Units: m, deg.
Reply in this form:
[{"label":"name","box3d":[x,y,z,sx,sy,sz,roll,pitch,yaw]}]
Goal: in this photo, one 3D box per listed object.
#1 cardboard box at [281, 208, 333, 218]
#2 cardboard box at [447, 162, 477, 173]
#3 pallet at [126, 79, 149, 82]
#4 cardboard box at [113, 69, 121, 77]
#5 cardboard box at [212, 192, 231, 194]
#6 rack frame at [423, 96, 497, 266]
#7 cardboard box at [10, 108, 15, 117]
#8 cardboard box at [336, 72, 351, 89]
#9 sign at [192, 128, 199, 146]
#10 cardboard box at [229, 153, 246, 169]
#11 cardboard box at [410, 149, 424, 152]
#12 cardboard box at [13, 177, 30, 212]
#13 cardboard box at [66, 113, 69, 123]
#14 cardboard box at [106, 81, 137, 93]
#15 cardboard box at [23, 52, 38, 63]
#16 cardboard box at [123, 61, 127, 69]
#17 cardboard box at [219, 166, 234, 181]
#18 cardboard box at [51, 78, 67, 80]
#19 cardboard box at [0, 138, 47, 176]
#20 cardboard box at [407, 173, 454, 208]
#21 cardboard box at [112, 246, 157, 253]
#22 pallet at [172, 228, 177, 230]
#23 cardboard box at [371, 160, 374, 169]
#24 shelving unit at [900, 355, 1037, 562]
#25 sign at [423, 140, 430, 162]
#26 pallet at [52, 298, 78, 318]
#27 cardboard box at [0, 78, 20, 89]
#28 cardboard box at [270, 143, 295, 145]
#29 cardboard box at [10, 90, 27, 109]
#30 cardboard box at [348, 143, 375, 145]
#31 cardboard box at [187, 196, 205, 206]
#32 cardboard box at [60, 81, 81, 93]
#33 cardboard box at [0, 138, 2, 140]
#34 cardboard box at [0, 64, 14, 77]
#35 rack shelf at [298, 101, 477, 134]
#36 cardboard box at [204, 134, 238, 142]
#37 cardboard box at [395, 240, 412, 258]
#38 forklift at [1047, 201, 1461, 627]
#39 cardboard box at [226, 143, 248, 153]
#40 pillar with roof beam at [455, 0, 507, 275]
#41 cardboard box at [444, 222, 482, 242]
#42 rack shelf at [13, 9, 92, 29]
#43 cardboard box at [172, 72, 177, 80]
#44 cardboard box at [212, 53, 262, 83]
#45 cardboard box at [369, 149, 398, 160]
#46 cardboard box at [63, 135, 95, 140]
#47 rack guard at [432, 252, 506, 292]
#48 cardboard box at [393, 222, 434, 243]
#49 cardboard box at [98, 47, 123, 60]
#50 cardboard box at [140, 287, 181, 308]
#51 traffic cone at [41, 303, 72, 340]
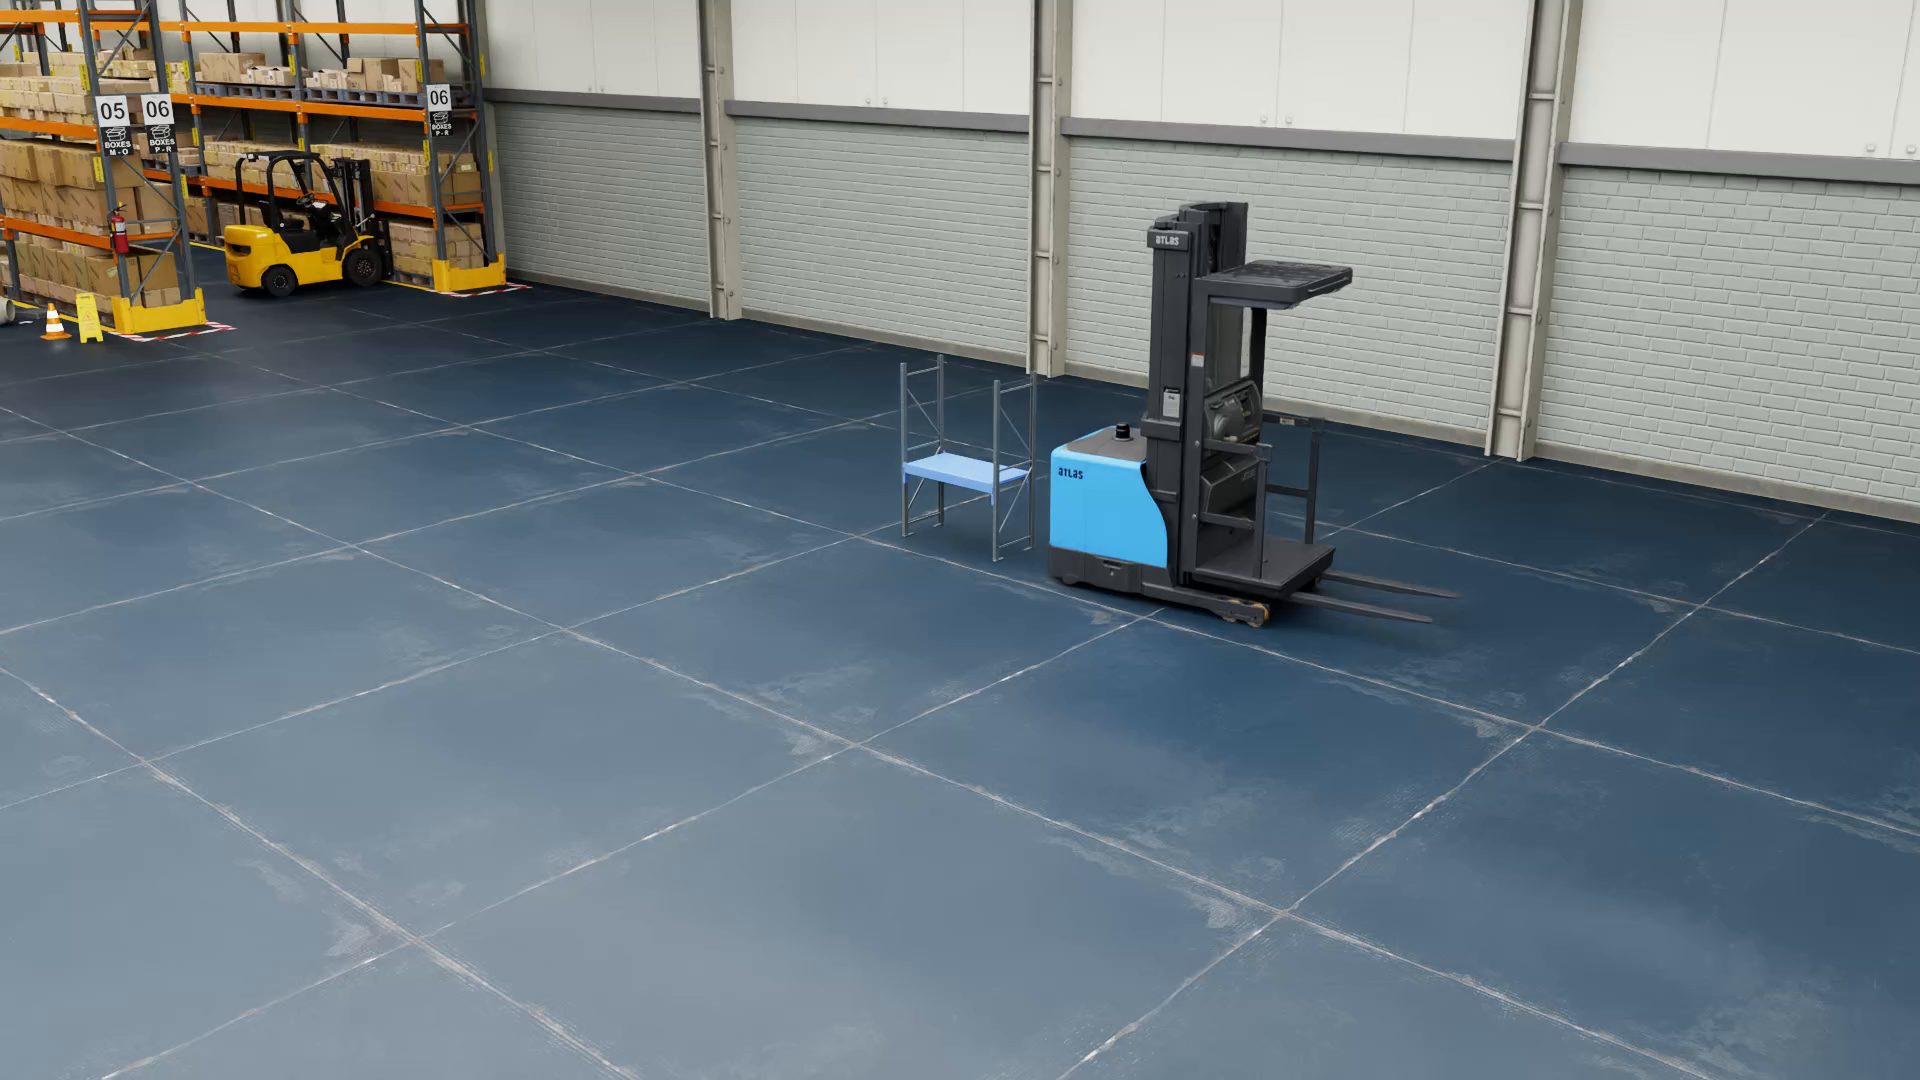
[{"label":"cardboard box","box3d":[-11.952,-5.688,30.308,0.625,0.625,0.875,15,23,39]},{"label":"cardboard box","box3d":[-8.069,-6.041,26.949,0.250,0.149,0.380,14,23,38]},{"label":"pallet","box3d":[-15.744,-8.952,32.713,1.003,0.211,1.213,15,23,39]},{"label":"cardboard box","box3d":[-16.446,-9.216,32.788,0.250,0.149,0.380,15,23,40]},{"label":"cardboard box","box3d":[-14.716,-6.823,33.018,0.250,0.149,0.380,14,22,37]},{"label":"rack frame","box3d":[-7.987,-5.557,26.663,0.127,3.000,1.000,15,23,39]},{"label":"cardboard box","box3d":[-13.783,-6.338,24.581,0.250,0.149,0.380,15,23,39]},{"label":"cardboard box","box3d":[-10.071,-7.607,27.526,0.258,0.266,0.396,14,23,38]},{"label":"sign","box3d":[-14.324,-7.553,31.168,0.005,0.325,0.100,15,23,39]},{"label":"cardboard box","box3d":[-13.048,-6.976,30.555,0.500,0.250,0.500,14,23,38]},{"label":"cardboard box","box3d":[-8.866,-6.382,27.532,0.250,0.149,0.380,16,24,41]},{"label":"cardboard box","box3d":[-13.736,-5.179,24.814,0.500,0.500,0.500,15,23,39]},{"label":"cardboard box","box3d":[-12.261,-5.921,23.267,0.250,0.149,0.380,15,23,40]},{"label":"cardboard box","box3d":[-11.609,-6.288,23.104,0.250,0.149,0.380,15,23,39]},{"label":"cardboard box","box3d":[-19.789,-10.362,35.774,0.500,0.250,0.500,15,23,39]},{"label":"cardboard box","box3d":[-16.182,-9.325,32.641,0.250,0.149,0.380,15,23,40]},{"label":"cardboard box","box3d":[-13.428,-6.845,30.970,0.500,0.250,0.500,14,23,38]},{"label":"cardboard box","box3d":[-13.100,-6.706,24.423,0.250,0.149,0.380,14,23,38]},{"label":"cardboard box","box3d":[-14.086,-5.765,25.008,0.500,0.500,0.700,15,23,39]},{"label":"cardboard box","box3d":[-8.530,-5.644,26.772,0.500,0.500,0.500,14,23,38]},{"label":"cardboard box","box3d":[-12.111,-4.013,24.411,0.500,0.500,0.500,14,22,37]},{"label":"pallet","box3d":[-15.413,-6.238,33.417,1.213,0.211,1.003,15,23,39]},{"label":"cardboard box","box3d":[-9.535,-6.243,27.585,0.250,0.149,0.380,15,23,39]},{"label":"shelving unit","box3d":[0.064,-0.698,13.831,1.048,1.500,0.538,15,23,39]},{"label":"sign","box3d":[-8.358,-6.102,26.074,0.005,0.325,0.100,15,23,39]},{"label":"pallet","box3d":[-12.829,-3.535,24.903,1.213,0.211,1.003,15,23,39]},{"label":"cardboard box","box3d":[-13.847,-6.689,24.367,0.250,0.149,0.380,14,22,38]},{"label":"cardboard box","box3d":[-12.555,-7.273,30.831,0.250,0.149,0.380,15,23,38]},{"label":"cardboard box","box3d":[-13.366,-6.381,24.057,0.500,0.250,0.500,15,23,40]},{"label":"cardboard box","box3d":[-10.380,-6.803,28.860,0.250,0.149,0.380,14,23,38]},{"label":"cardboard box","box3d":[-14.733,-6.571,32.223,0.250,0.149,0.380,14,22,36]},{"label":"cardboard box","box3d":[-12.254,-6.295,23.125,0.250,0.149,0.380,15,23,40]},{"label":"cardboard box","box3d":[-15.852,-6.474,27.127,0.250,0.149,0.380,14,22,37]},{"label":"cardboard box","box3d":[-14.789,-7.121,25.358,0.500,0.250,0.500,16,23,40]},{"label":"rack shelf","box3d":[-9.483,-7.045,27.583,4.000,0.370,1.077,15,23,39]},{"label":"cardboard box","box3d":[-14.252,-7.550,32.082,0.500,0.500,0.500,16,24,42]},{"label":"cardboard box","box3d":[-8.927,-4.815,27.350,0.500,0.250,0.500,15,23,39]},{"label":"forklift","box3d":[2.200,-0.947,12.251,3.031,2.935,1.130,11,21,31]},{"label":"cardboard box","box3d":[-13.315,-7.241,30.731,0.250,0.149,0.380,15,23,40]},{"label":"pillar with roof beam","box3d":[-10.768,-7.786,23.769,0.400,9.000,9.100,15,23,39]},{"label":"cardboard box","box3d":[-8.221,-5.062,27.303,0.500,0.250,0.500,15,23,38]},{"label":"rack shelf","box3d":[-18.459,-10.883,34.722,4.000,0.370,1.077,15,23,39]},{"label":"cardboard box","box3d":[-14.757,-8.843,31.648,0.250,0.149,0.380,16,23,40]},{"label":"cardboard box","box3d":[-13.147,-8.609,30.297,0.500,0.500,0.700,14,23,38]},{"label":"cardboard box","box3d":[-9.546,-6.386,27.547,0.250,0.149,0.380,15,23,40]},{"label":"cardboard box","box3d":[-18.672,-8.744,35.222,0.500,0.500,0.500,16,23,41]},{"label":"rack guard","box3d":[-7.970,-4.361,27.026,0.348,0.500,1.175,15,23,39]},{"label":"cardboard box","box3d":[-8.925,-5.046,27.252,0.500,0.250,0.500,16,23,40]},{"label":"cardboard box","box3d":[-16.969,-9.724,33.213,0.258,0.266,0.396,15,23,39]},{"label":"cardboard box","box3d":[-11.699,-3.547,24.182,0.500,0.250,0.500,15,23,39]},{"label":"traffic cone","box3d":[-12.457,-3.018,22.858,0.334,0.463,0.336,15,23,39]}]
